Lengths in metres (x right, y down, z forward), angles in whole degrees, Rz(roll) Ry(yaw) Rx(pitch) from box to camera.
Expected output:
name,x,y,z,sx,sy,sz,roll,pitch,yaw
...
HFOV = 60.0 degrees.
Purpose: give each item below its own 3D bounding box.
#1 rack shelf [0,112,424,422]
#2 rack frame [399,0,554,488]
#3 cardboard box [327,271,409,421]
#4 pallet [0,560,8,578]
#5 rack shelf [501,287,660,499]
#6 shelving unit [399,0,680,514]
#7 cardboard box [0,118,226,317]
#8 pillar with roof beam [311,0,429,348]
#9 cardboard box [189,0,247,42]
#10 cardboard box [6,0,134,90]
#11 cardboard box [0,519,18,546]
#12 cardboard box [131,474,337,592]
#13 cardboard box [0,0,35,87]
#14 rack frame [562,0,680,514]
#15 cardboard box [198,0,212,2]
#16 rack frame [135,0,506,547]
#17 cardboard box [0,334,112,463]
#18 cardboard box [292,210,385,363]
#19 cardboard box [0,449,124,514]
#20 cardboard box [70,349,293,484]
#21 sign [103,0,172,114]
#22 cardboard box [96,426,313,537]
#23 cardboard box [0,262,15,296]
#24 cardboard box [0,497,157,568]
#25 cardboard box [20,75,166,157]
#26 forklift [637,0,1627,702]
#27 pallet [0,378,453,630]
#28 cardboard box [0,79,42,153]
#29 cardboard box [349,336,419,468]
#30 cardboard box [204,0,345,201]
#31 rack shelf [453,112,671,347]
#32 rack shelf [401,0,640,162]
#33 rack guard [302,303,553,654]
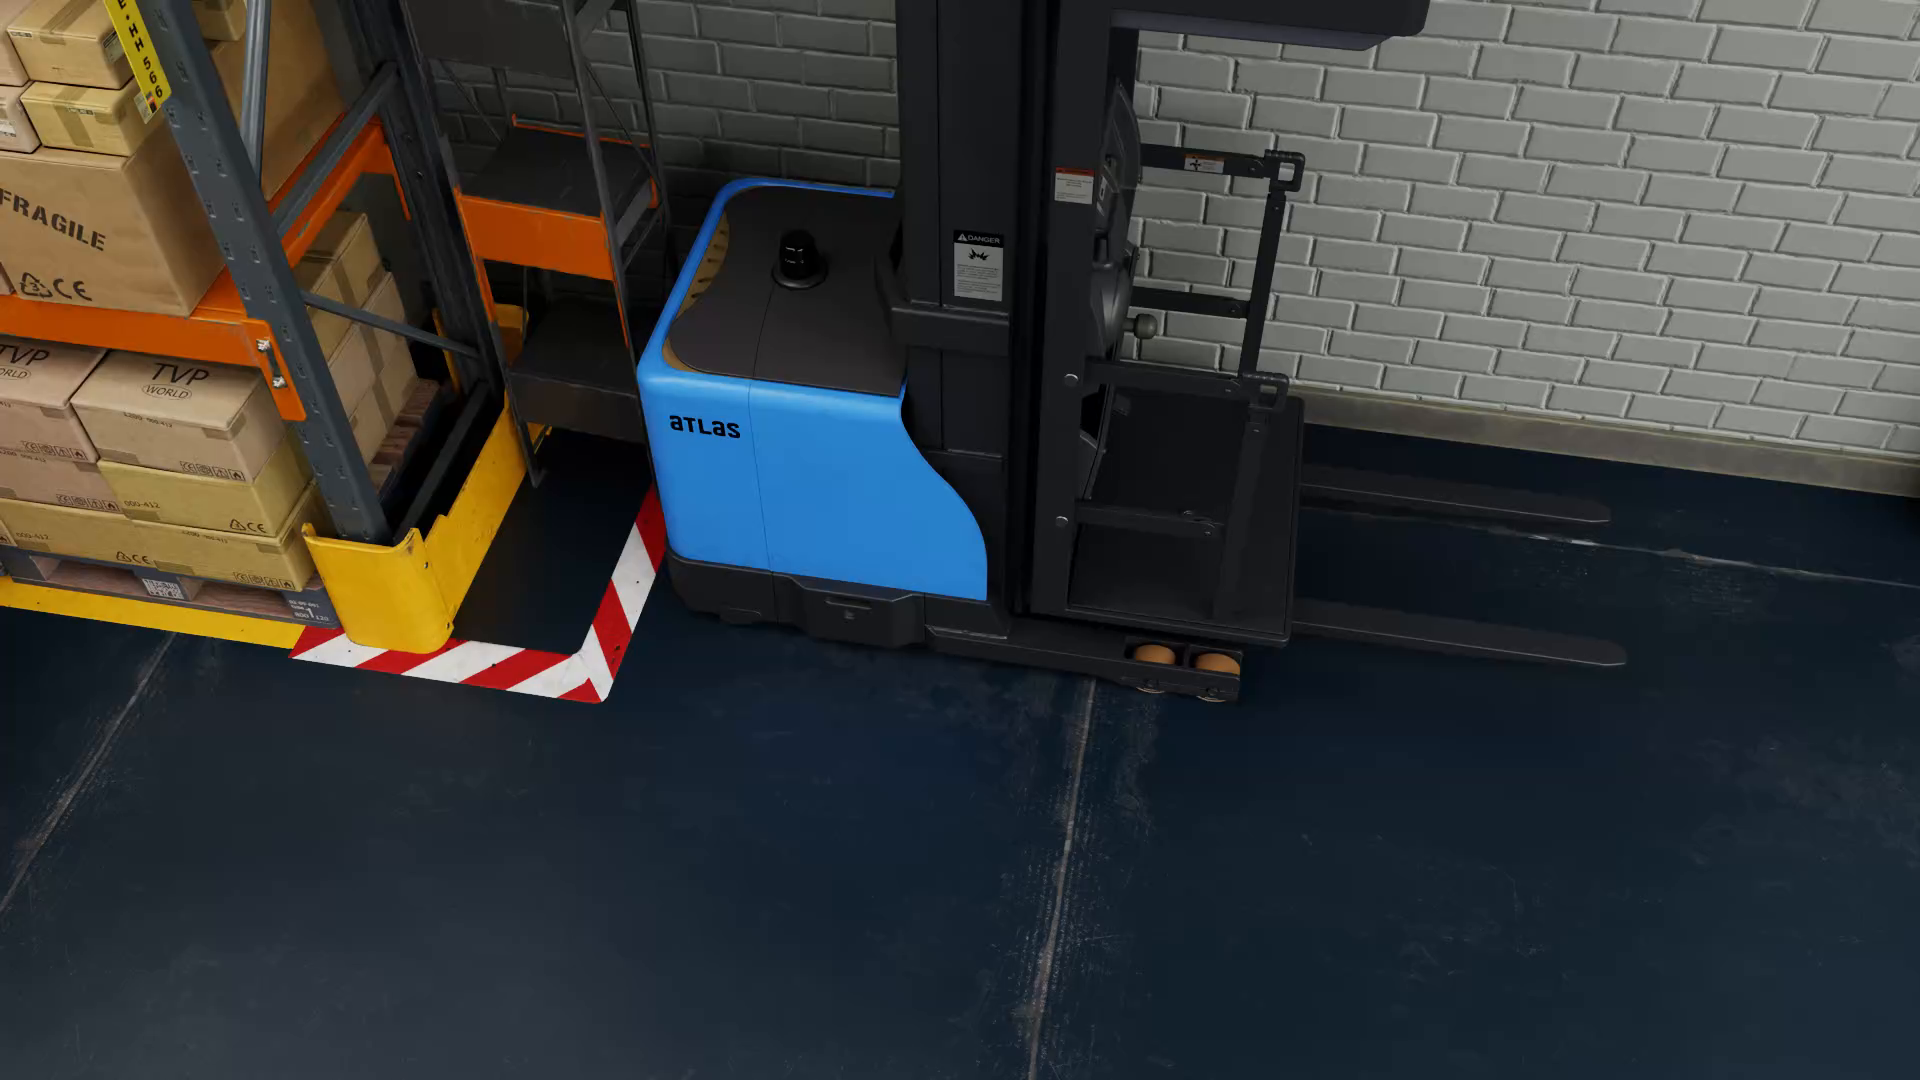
name,x,y,z,sx,sy,sz,roll,pitch,yaw
rack shelf,-3.752,-1.101,5.206,4.000,0.370,1.077,8,49,7
rack frame,-1.461,-1.031,5.264,0.015,2.100,0.400,11,49,10
cardboard box,-2.209,-0.680,5.574,0.500,0.250,0.500,8,49,8
pallet,-3.741,-0.379,5.948,1.213,0.211,1.003,8,49,7
rack shelf,-1.225,-0.507,5.753,0.480,0.518,0.431,11,49,10
shelving unit,-1.225,-0.984,5.223,0.503,2.100,0.431,11,49,10
cardboard box,-2.315,-0.983,4.550,0.500,0.500,0.500,7,48,6
pillar with roof beam,-3.074,-0.683,0.314,0.400,9.000,9.100,8,49,7
cardboard box,-2.071,-1.562,4.634,0.250,0.149,0.380,7,48,6
cardboard box,-2.174,-1.320,4.216,0.250,0.149,0.380,8,49,7
cardboard box,-3.281,-0.275,5.546,0.500,0.250,0.500,8,49,7
cardboard box,-2.302,-0.129,5.416,0.500,0.250,0.500,8,49,7
cardboard box,-2.422,-1.330,4.225,0.250,0.149,0.380,8,49,7
rack frame,-0.990,-0.938,5.181,0.015,2.100,0.400,11,49,10
cardboard box,-2.076,-1.627,4.492,0.250,0.149,0.380,7,48,6
rack frame,-1.784,-1.077,4.701,0.127,3.000,1.000,8,49,7
cardboard box,-2.796,-0.528,5.102,0.500,0.250,0.500,8,49,8
cardboard box,-2.223,-0.835,5.377,0.500,0.250,0.500,7,48,6
cardboard box,-2.810,-0.375,5.301,0.500,0.250,0.500,7,48,6
cardboard box,-2.292,-0.465,5.045,0.500,0.250,0.500,9,49,8
sign,-1.894,-1.148,3.827,0.005,0.325,0.100,8,49,7
cardboard box,-2.318,-0.301,5.234,0.500,0.250,0.500,7,48,6
cardboard box,-2.823,-1.059,4.617,0.500,0.500,0.500,9,49,8
cardboard box,-2.790,-0.202,5.481,0.500,0.250,0.500,8,49,7
cardboard box,-2.175,-1.168,4.279,0.250,0.149,0.380,8,49,7
forklift,0.618,-0.896,4.584,3.031,2.935,1.130,8,49,7
pallet,-2.544,-0.215,5.802,1.213,0.211,1.003,8,49,7
cardboard box,-2.431,-1.180,4.290,0.250,0.149,0.380,8,49,7
cardboard box,-2.232,-0.506,5.755,0.500,0.250,0.500,8,49,7
cardboard box,-2.222,-1.379,4.905,0.500,0.500,0.500,9,49,8
rack shelf,-1.225,-0.975,5.233,0.480,0.518,0.431,11,49,10
rack shelf,-1.225,-1.443,4.712,0.480,0.518,0.431,11,49,10
rack guard,-1.760,-0.238,5.628,0.348,0.500,1.175,8,49,7
